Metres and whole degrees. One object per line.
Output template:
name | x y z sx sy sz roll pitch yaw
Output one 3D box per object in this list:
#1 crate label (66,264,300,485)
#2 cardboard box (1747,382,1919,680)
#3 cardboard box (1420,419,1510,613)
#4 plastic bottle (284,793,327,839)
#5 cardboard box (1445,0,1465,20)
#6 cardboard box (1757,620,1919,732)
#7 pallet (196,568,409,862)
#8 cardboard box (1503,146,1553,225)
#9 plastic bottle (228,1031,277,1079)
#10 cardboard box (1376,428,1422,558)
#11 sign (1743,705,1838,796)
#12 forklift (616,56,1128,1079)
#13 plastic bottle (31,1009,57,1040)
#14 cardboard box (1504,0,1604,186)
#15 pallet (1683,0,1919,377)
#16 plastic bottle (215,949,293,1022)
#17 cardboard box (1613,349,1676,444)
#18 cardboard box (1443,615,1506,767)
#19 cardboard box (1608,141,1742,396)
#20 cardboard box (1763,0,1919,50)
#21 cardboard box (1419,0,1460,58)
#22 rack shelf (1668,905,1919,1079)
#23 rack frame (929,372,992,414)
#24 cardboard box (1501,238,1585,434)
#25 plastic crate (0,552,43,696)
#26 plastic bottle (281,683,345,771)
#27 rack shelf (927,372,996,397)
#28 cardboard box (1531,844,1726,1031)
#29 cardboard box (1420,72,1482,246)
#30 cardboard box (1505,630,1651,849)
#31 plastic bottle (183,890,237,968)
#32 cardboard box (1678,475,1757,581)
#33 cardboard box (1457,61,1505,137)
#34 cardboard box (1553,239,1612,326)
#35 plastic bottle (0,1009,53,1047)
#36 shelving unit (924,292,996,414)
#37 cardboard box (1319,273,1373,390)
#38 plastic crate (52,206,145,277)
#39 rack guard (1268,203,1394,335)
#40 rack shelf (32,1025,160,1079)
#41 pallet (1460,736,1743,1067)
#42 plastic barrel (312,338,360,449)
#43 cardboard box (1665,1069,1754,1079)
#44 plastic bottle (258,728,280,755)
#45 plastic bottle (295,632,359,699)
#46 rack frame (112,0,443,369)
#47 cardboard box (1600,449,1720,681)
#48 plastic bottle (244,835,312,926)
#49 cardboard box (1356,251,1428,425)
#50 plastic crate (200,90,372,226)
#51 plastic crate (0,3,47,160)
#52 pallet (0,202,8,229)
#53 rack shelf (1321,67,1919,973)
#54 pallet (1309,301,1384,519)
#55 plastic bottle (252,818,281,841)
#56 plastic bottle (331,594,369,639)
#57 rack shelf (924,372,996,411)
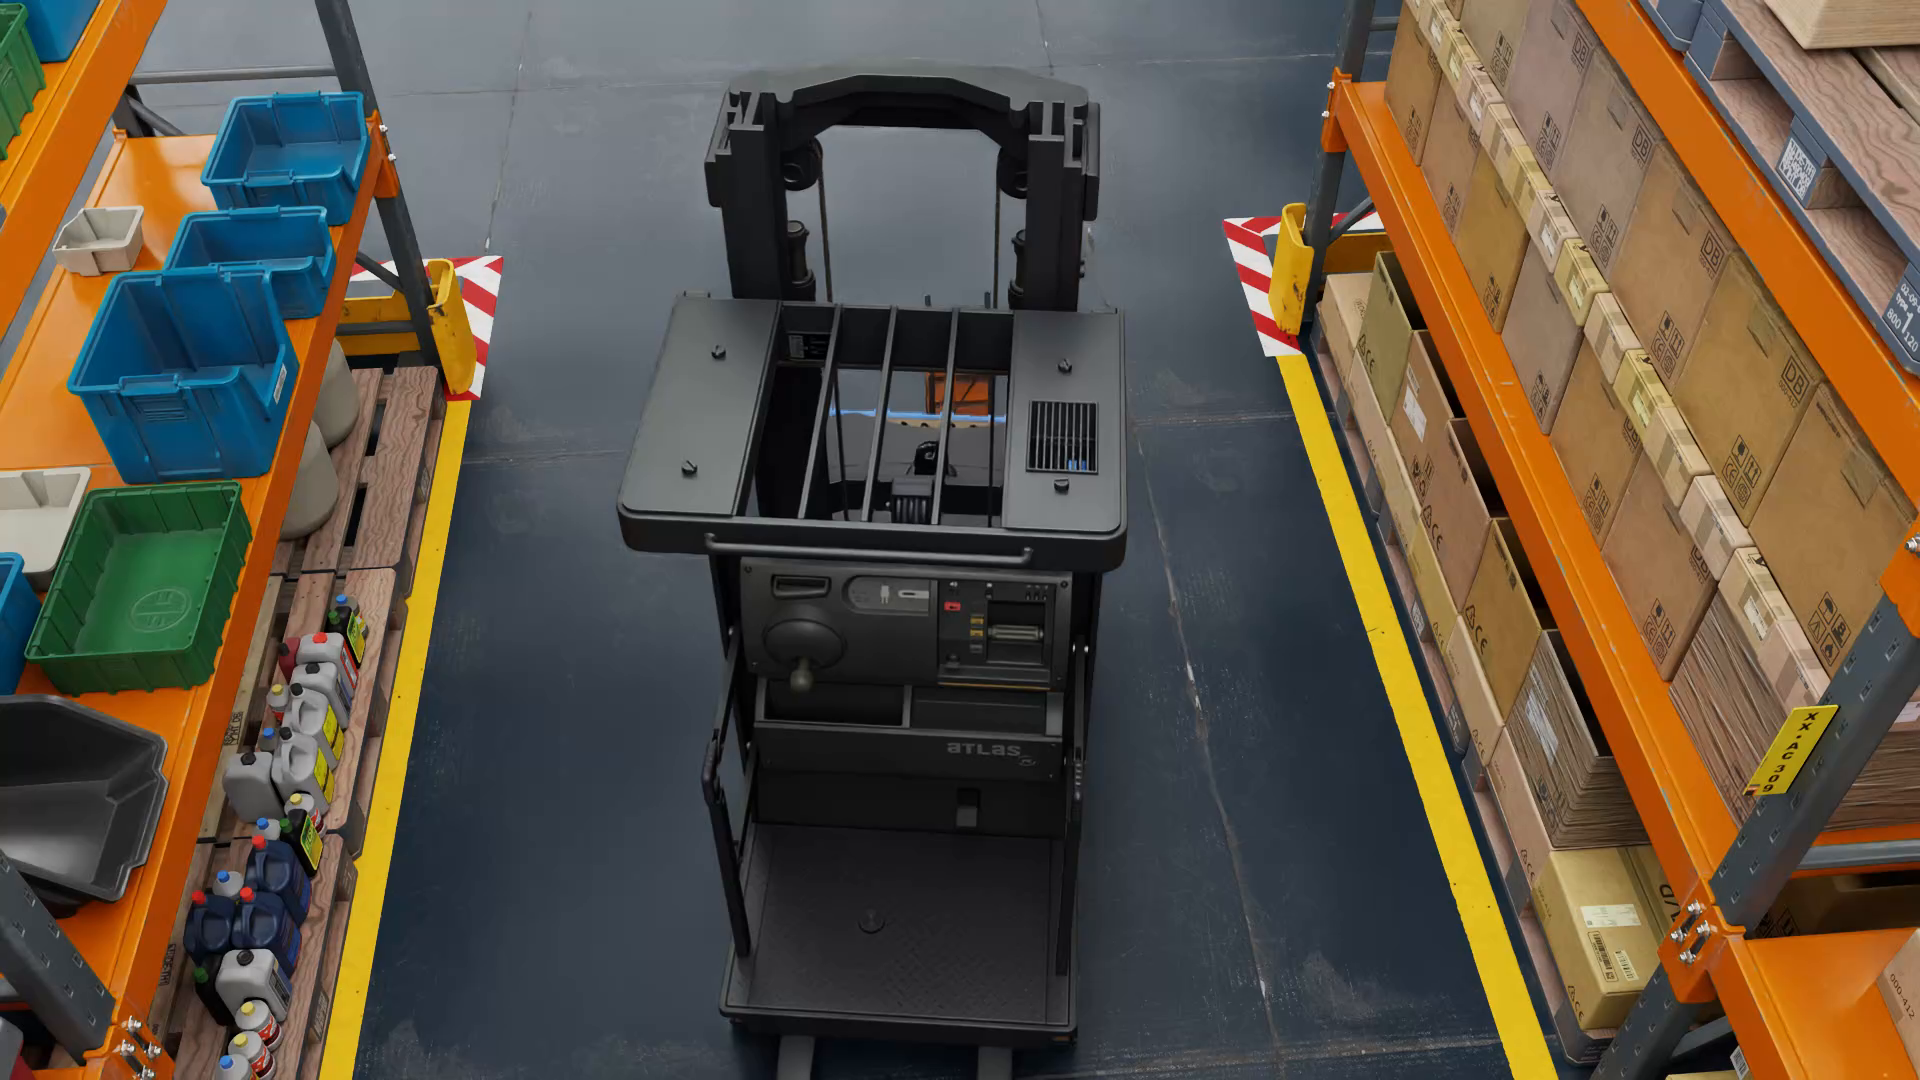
crate label | -2.439 -0.528 5.297 0.502 0.435 0.616 -3 47 -3
cardboard box | 2.365 -0.037 3.893 0.700 0.500 0.500 -3 47 -3
cardboard box | 2.020 -0.100 6.003 0.500 0.500 0.500 -3 47 -3
plastic bottle | -2.198 0.921 5.572 0.097 0.201 0.097 0 47 0
cardboard box | 2.104 -2.234 5.974 0.700 0.500 0.500 -3 47 -3
cardboard box | 2.172 0.323 3.999 0.380 0.149 0.250 -4 47 -3
pallet | -2.648 0.648 6.127 1.003 0.211 1.213 -3 47 -3
cardboard box | 2.002 -1.159 5.402 0.380 0.149 0.250 -4 47 -4
plastic bottle | -2.126 1.543 4.984 0.097 0.201 0.097 0 47 0
cardboard box | 1.984 -0.204 6.618 0.500 0.250 0.500 -3 47 -3
sign | 1.855 0.474 3.721 0.100 0.325 0.005 -3 47 -3
forklift | -0.164 0.346 4.540 1.130 2.935 3.031 3 47 2
plastic bottle | -2.725 1.365 5.049 0.144 0.351 0.185 -3 47 -3
cardboard box | 2.197 -1.489 5.268 0.700 0.500 0.500 -3 47 -3
pallet | 2.311 -0.852 3.623 1.003 0.211 1.213 -3 47 -3
plastic bottle | -2.172 1.358 5.107 0.152 0.276 0.135 -2 47 -2
cardboard box | 2.089 -0.413 4.696 0.380 0.149 0.250 -4 47 -3
cardboard box | 2.063 0.520 5.933 0.500 0.250 0.500 -3 47 -3
cardboard box | 2.280 -0.765 4.583 0.700 0.500 0.500 -4 47 -3
cardboard box | 2.035 -1.230 3.706 0.380 0.149 0.250 -3 47 -3
cardboard box | 1.917 -1.899 6.104 0.380 0.149 0.250 -5 47 -4
rack shelf | 2.576 2.459 2.988 1.077 0.370 4.000 -3 47 -3
rack frame | 0.006 -0.357 6.398 0.240 1.200 0.006 -3 47 -3
cardboard box | 2.232 -0.706 5.420 0.700 0.500 0.500 -2 47 -2
plastic crate | -2.891 0.329 4.611 0.499 0.251 0.616 -3 47 -3
plastic bottle | -2.249 0.634 5.741 0.144 0.351 0.185 -2 47 -2
rack shelf | -0.001 -0.640 6.232 0.258 0.103 0.180 -3 47 -3
cardboard box | 2.152 1.243 5.248 0.500 0.250 0.500 -3 47 -3
cardboard box | 2.149 -1.446 6.121 0.700 0.500 0.500 -2 47 -2
cardboard box | 2.121 0.623 5.319 0.500 0.500 0.500 -3 47 -3
plastic bottle | -2.326 1.222 5.185 0.144 0.351 0.185 -3 47 -3
cardboard box | 2.129 -0.045 4.348 0.380 0.149 0.250 -5 47 -4
cardboard box | 1.955 -1.536 5.760 0.380 0.149 0.250 -4 47 -4
cardboard box | 2.042 -0.788 5.051 0.380 0.149 0.250 -2 47 -2
plastic bottle | -2.869 1.374 5.041 0.144 0.351 0.185 -5 47 -4
shelving unit | -0.001 -0.423 6.461 0.258 1.200 0.189 -3 47 -3
cardboard box | 1.897 -0.927 7.303 0.500 0.250 0.500 -3 47 -3
plastic crate | -3.109 -1.074 6.019 0.298 0.136 0.250 -3 47 -3
rack guard | 2.071 -1.288 7.762 1.175 0.500 0.348 -3 47 -3
rack shelf | -2.361 2.757 2.705 1.077 0.370 4.000 -3 47 -3
pallet | 2.383 1.145 5.657 1.003 0.211 1.213 -3 47 -3
plastic barrel | -2.732 -0.649 6.859 0.421 0.512 0.421 0 47 0
cardboard box | 2.195 1.687 4.442 0.500 0.311 0.500 -3 47 -3
plastic bottle | -2.366 0.725 5.759 0.097 0.201 0.097 0 47 0
plastic bottle | -2.278 0.440 5.977 0.152 0.276 0.135 -3 47 -3
rack frame | -2.863 -1.832 6.555 1.000 3.000 0.127 -3 47 -3
cardboard box | 2.314 0.028 4.725 0.700 0.500 0.500 -4 47 -4
plastic bottle | -2.198 1.076 5.323 0.144 0.351 0.185 -5 47 -5
cardboard box | 1.940 -0.824 6.689 0.500 0.500 0.500 -3 47 -3
plastic crate | -2.523 -1.436 6.283 0.499 0.251 0.616 -3 47 -3
plastic crate | -2.389 -1.054 3.899 0.336 0.188 0.450 -3 47 -3
pallet | -2.686 -0.420 3.283 1.213 0.211 1.003 -3 47 -3
rack shelf | 2.241 -0.436 5.729 1.077 0.370 4.000 -3 47 -3
pallet | 2.179 -0.620 7.329 1.003 0.211 1.213 -3 47 -3
plastic bottle | -2.247 0.999 5.450 0.097 0.271 0.097 0 47 0
plastic bottle | -2.272 0.282 6.178 0.097 0.201 0.097 0 47 0
rack shelf | -0.001 -0.558 6.319 0.258 0.103 0.180 -3 47 -3
